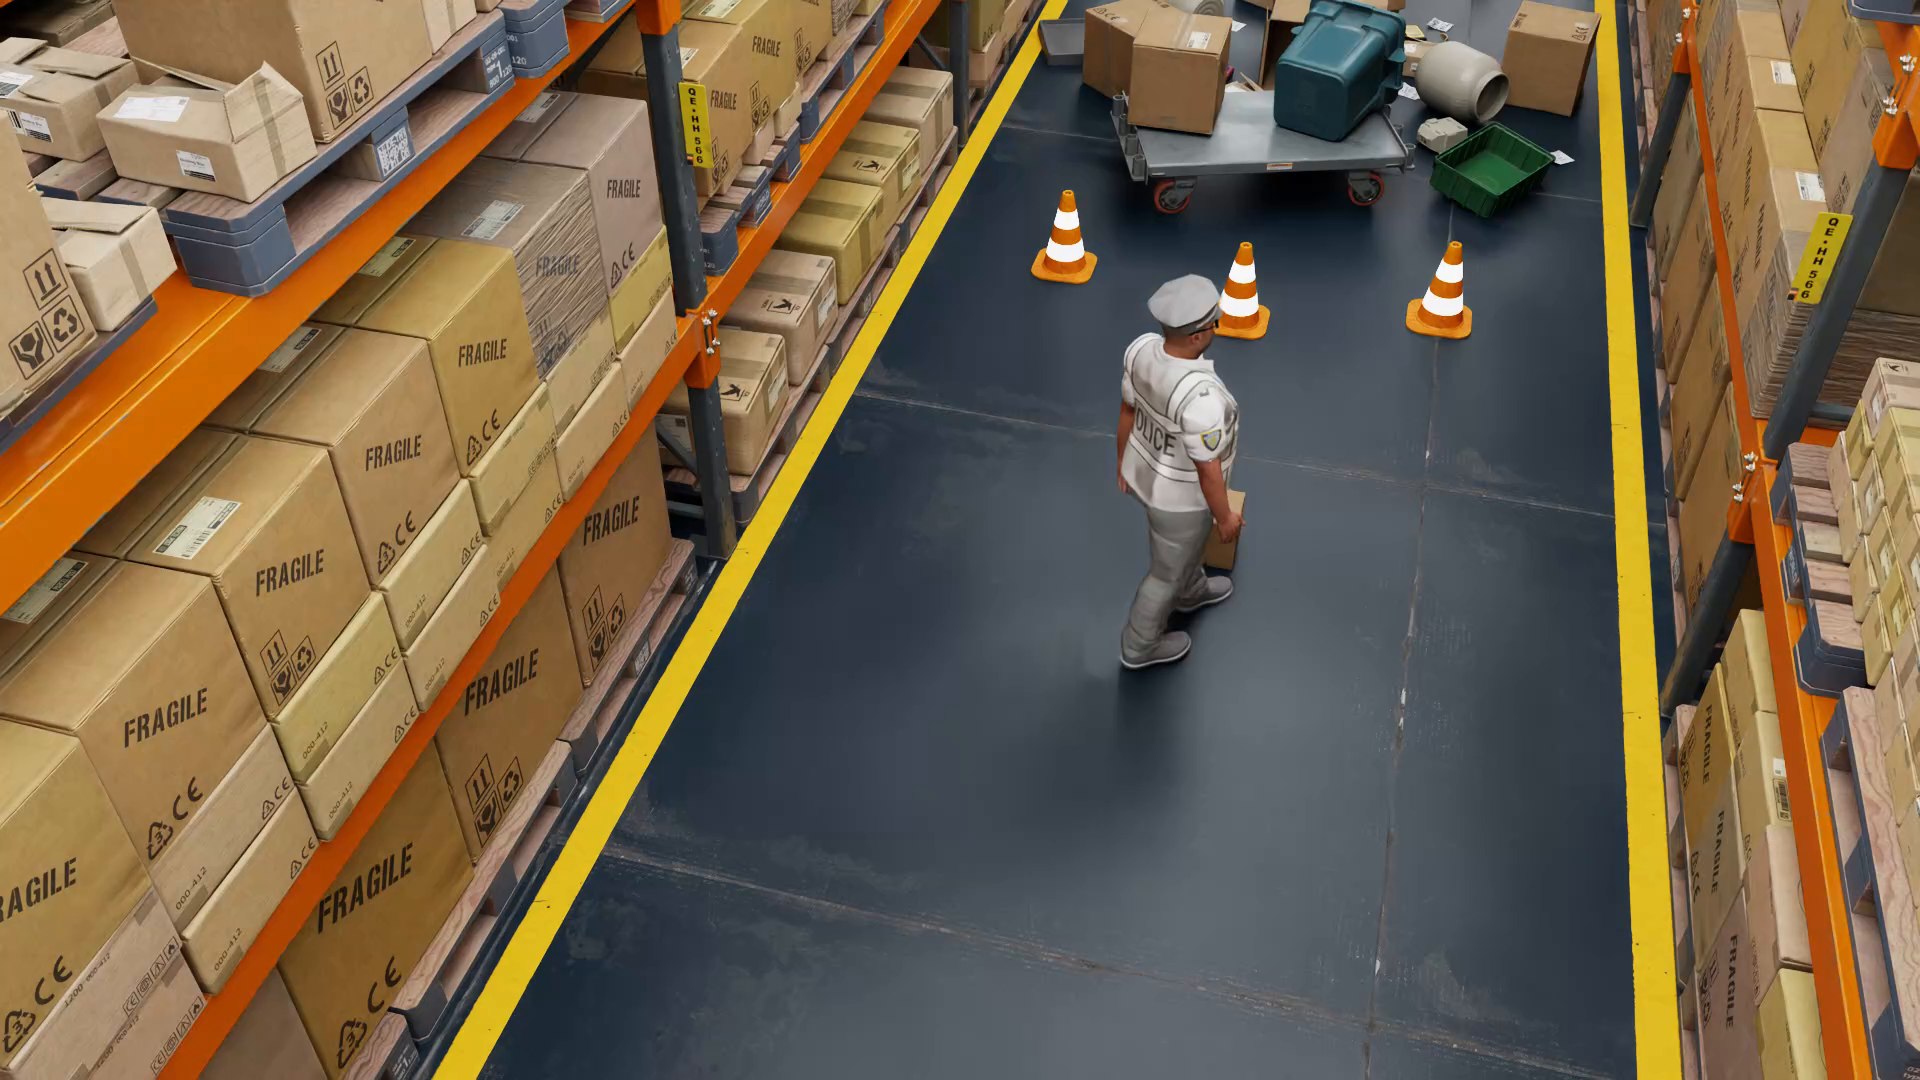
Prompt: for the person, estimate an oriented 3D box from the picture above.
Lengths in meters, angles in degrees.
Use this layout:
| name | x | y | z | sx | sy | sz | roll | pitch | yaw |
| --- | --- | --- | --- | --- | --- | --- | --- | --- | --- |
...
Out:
| name | x | y | z | sx | sy | sz | roll | pitch | yaw |
| --- | --- | --- | --- | --- | --- | --- | --- | --- | --- |
| person | 0.955 | -0.252 | 6.422 | 0.670 | 1.765 | 0.548 | -15 | 43 | -17 |
